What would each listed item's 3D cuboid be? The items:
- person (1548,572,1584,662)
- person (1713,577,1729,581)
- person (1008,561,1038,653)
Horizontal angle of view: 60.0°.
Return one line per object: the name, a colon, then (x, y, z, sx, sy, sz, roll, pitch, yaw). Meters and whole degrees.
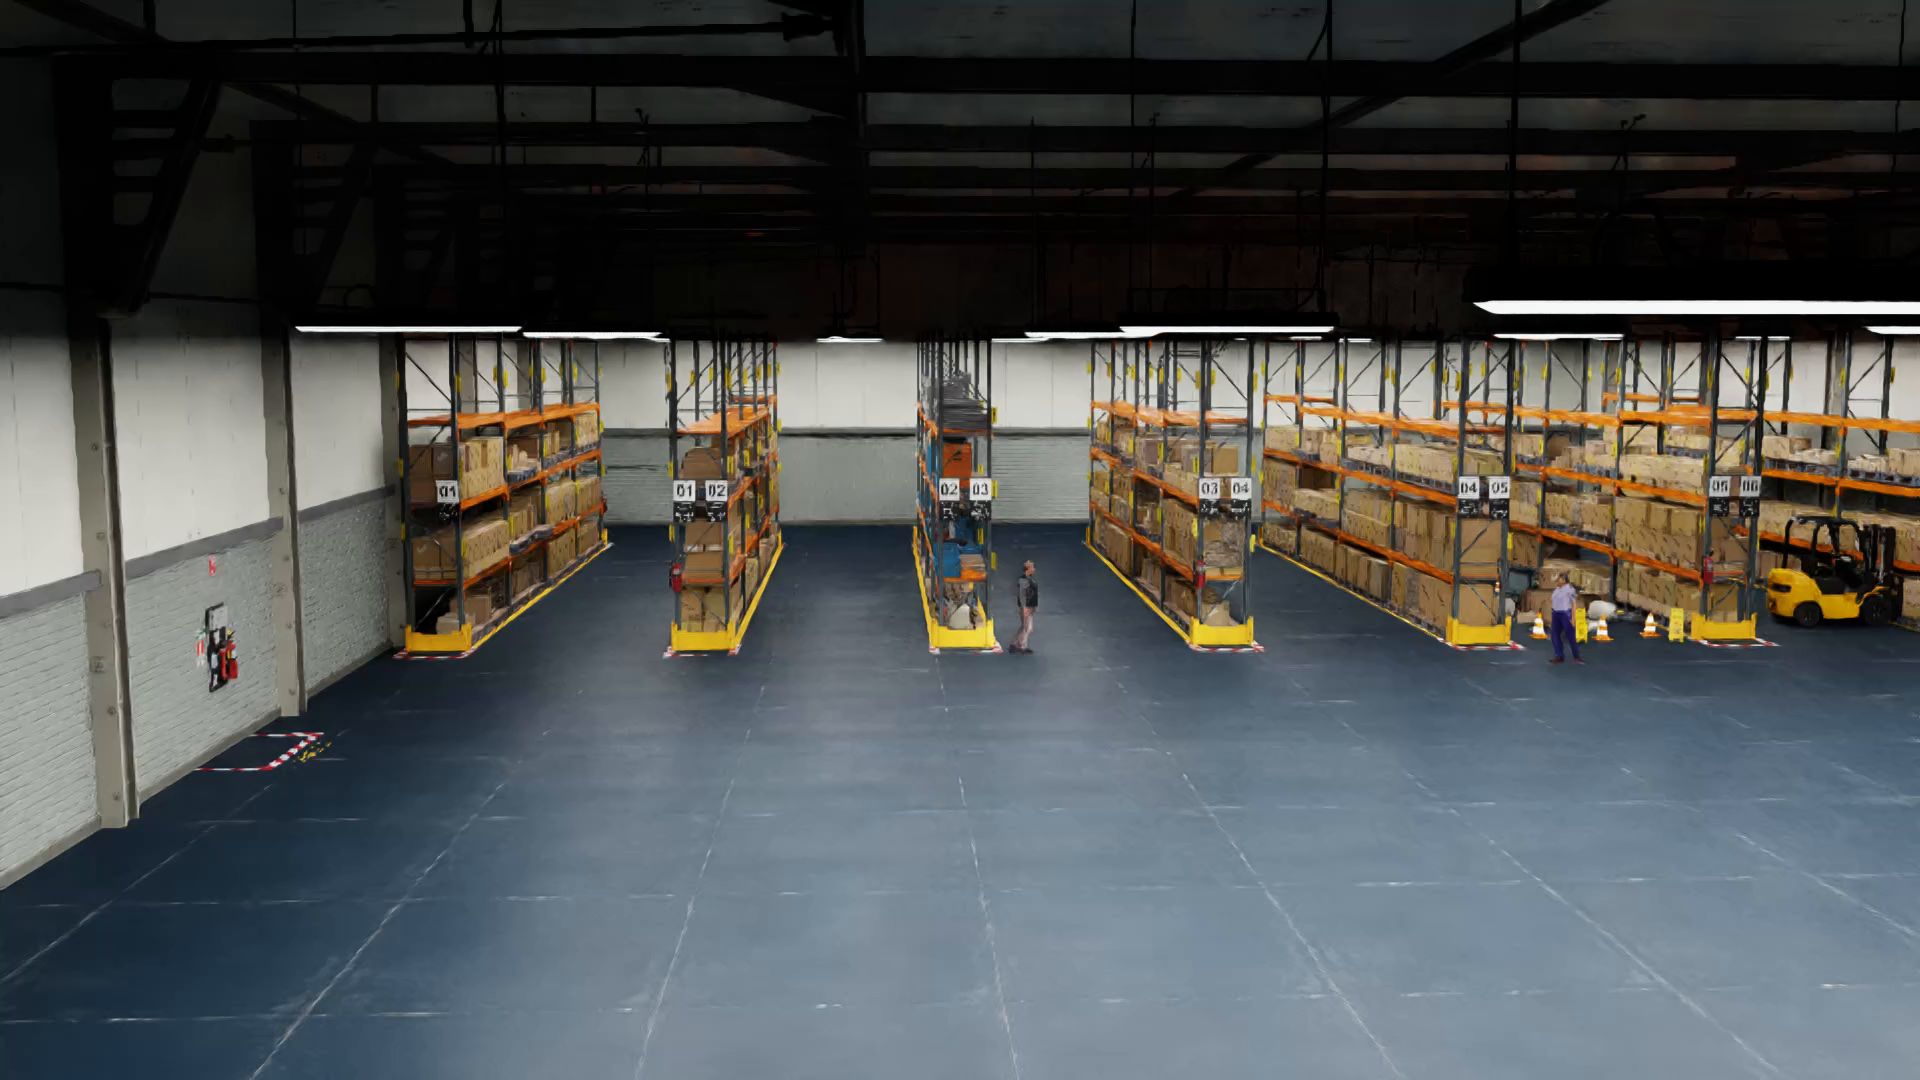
person: (10.948, 1.393, 29.983, 0.530, 1.636, 0.595, -4, 8, -28)
person: (16.333, 0.605, 35.850, 0.463, 1.772, 0.649, -4, 8, -30)
person: (1.176, 1.248, 30.705, 0.471, 1.713, 0.698, 3, 7, 23)
